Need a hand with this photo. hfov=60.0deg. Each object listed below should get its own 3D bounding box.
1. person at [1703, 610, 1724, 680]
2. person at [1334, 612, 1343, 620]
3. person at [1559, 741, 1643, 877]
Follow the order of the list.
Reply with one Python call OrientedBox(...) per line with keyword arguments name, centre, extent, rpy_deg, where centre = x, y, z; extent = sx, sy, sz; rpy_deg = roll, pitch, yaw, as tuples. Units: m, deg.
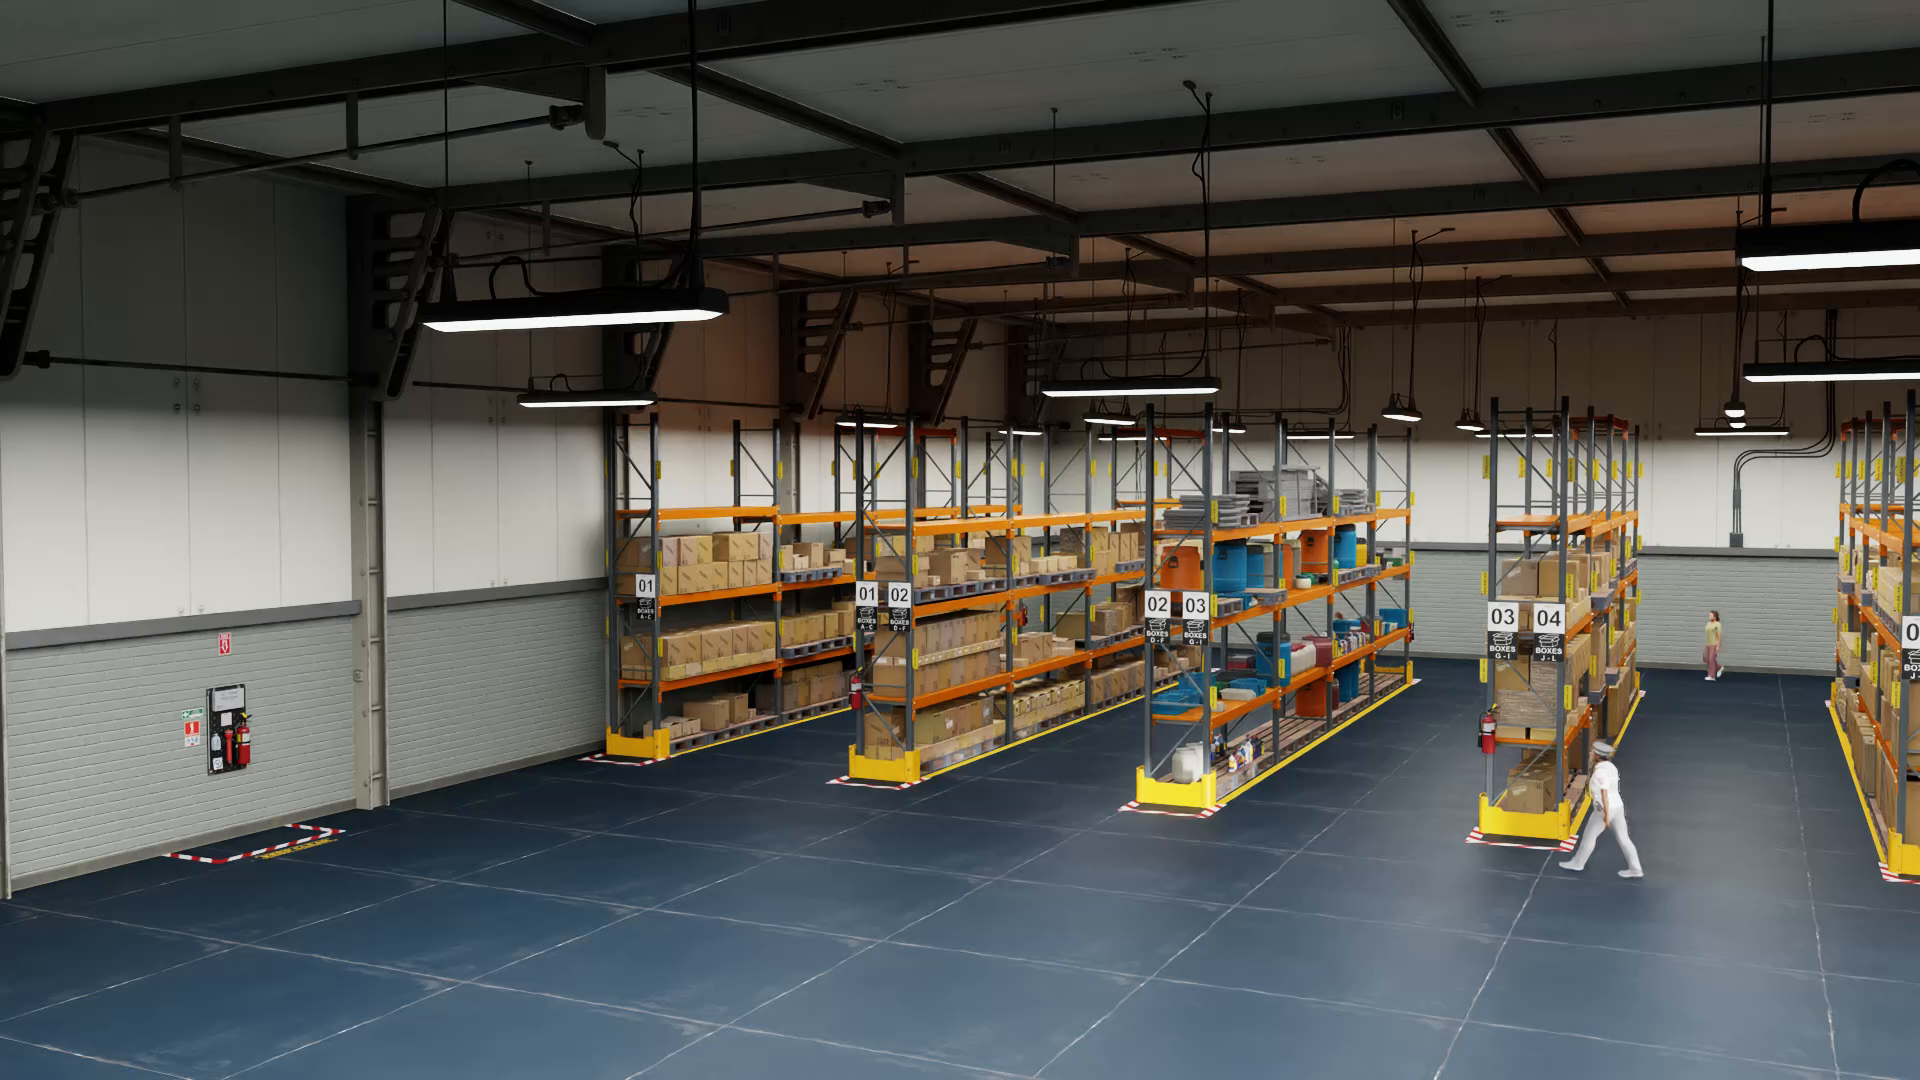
OrientedBox(name="person", centre=(17.921, 2.495, 39.464), extent=(0.619, 1.657, 0.455), rpy_deg=(-1, 2, -16))
OrientedBox(name="person", centre=(9.158, 2.507, 40.388), extent=(0.963, 1.537, 0.475), rpy_deg=(-2, 3, -37))
OrientedBox(name="person", centre=(7.935, 3.302, 20.515), extent=(0.492, 1.605, 1.000), rpy_deg=(-2, 3, -42))
